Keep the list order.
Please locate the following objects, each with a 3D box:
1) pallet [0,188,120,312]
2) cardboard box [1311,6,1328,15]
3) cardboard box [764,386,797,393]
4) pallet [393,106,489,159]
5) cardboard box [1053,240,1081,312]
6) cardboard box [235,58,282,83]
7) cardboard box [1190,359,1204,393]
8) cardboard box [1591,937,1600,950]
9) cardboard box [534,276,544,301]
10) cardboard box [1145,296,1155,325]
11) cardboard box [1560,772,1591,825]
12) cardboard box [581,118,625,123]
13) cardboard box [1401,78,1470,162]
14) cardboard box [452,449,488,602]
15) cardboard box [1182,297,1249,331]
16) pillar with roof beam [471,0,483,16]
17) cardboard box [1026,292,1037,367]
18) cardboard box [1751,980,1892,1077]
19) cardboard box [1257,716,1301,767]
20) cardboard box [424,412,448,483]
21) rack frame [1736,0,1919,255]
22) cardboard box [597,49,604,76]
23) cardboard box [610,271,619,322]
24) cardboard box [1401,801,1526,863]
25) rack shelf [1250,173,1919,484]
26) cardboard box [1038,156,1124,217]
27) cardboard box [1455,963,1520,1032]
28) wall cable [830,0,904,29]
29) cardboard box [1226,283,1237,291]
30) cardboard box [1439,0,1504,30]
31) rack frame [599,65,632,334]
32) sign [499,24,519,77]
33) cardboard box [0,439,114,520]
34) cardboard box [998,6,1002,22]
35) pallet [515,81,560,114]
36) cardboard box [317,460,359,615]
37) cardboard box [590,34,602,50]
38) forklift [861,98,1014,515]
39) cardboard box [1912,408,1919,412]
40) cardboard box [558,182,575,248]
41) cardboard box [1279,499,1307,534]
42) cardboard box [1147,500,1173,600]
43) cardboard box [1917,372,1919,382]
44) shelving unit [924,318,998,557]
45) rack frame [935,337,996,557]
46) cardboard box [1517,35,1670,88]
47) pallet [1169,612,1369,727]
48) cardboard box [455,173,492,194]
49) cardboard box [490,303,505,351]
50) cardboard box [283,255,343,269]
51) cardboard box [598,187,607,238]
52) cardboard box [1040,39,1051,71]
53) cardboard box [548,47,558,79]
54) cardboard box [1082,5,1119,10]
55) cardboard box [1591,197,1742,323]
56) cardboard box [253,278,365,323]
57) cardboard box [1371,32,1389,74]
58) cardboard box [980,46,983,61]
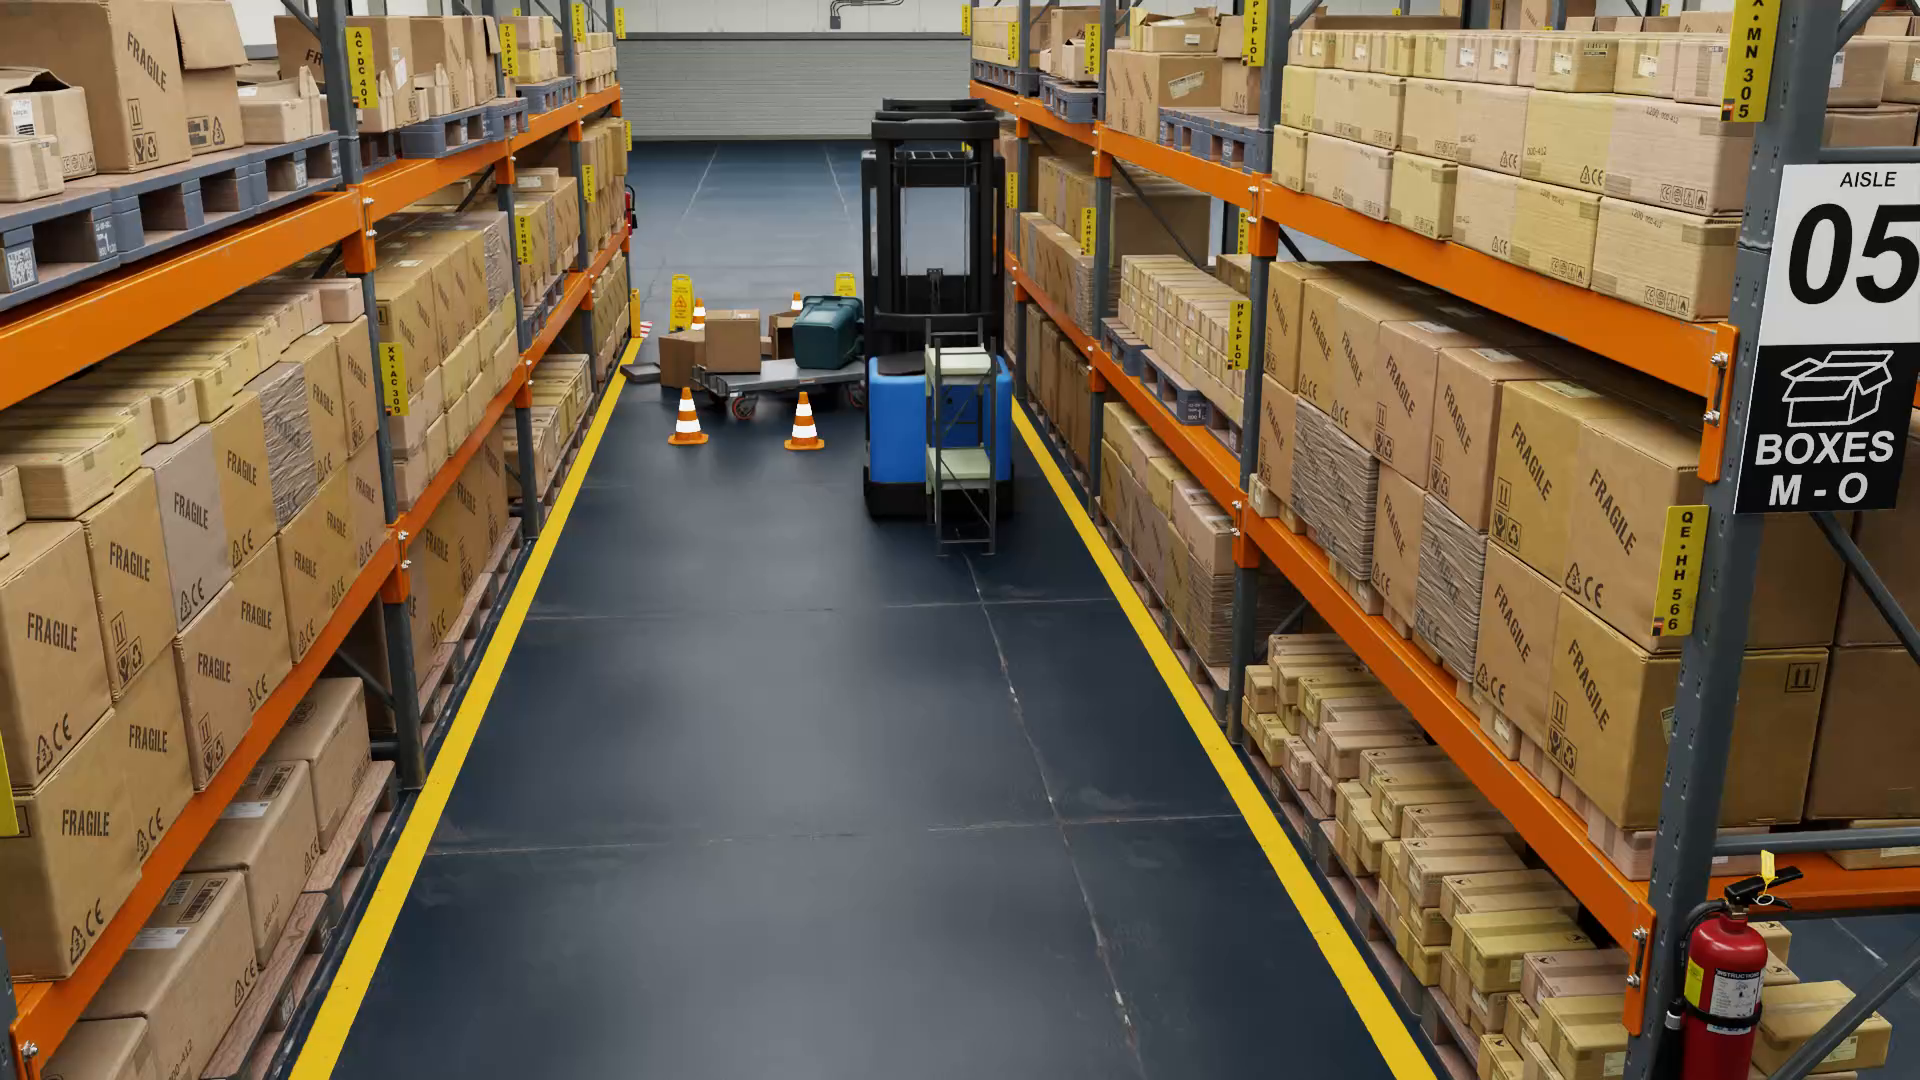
[{"bbox_3d":[-2.728,-0.659,3.909,1.003,0.211,1.213,-2,18,-6],"label":"pallet"},{"bbox_3d":[1.900,-2.965,9.661,0.396,0.266,0.258,-2,18,-6],"label":"cardboard box"},{"bbox_3d":[-1.828,-1.629,16.424,0.396,0.266,0.258,16,24,42],"label":"cardboard box"},{"bbox_3d":[-3.229,-2.251,9.146,1.003,0.211,1.213,-1,17,-3],"label":"pallet"},{"bbox_3d":[1.032,-2.087,13.151,0.500,0.500,0.500,-2,18,-7],"label":"cardboard box"},{"bbox_3d":[-3.354,-2.086,7.755,0.500,0.311,0.500,-2,18,-6],"label":"cardboard box"},{"bbox_3d":[1.510,-0.926,9.338,0.380,0.149,0.250,-3,18,-8],"label":"cardboard box"},{"bbox_3d":[2.357,1.459,6.079,0.380,0.149,0.250,-2,18,-5],"label":"cardboard box"},{"bbox_3d":[-3.301,-1.867,12.334,0.380,0.149,0.250,-2,18,-5],"label":"cardboard box"},{"bbox_3d":[1.384,-1.453,10.519,0.380,0.149,0.250,-2,18,-5],"label":"cardboard box"},{"bbox_3d":[1.969,0.724,4.784,0.380,0.149,0.250,-2,18,-6],"label":"cardboard box"},{"bbox_3d":[-4.022,-4.338,18.153,0.700,0.500,0.500,-2,18,-7],"label":"cardboard box"},{"bbox_3d":[1.827,-1.416,5.587,0.500,0.250,0.500,-3,18,-8],"label":"cardboard box"},{"bbox_3d":[-3.390,-0.146,9.979,0.875,0.875,0.875,-2,17,-5],"label":"cardboard box"},{"bbox_3d":[1.490,-1.291,9.505,0.380,0.149,0.250,-3,18,-8],"label":"cardboard box"},{"bbox_3d":[-8.865,-15.360,45.580,9.100,9.000,0.400,-2,18,-6],"label":"pillar with roof beam"},{"bbox_3d":[1.039,-2.184,16.472,0.875,0.875,0.875,-2,17,-5],"label":"cardboard box"},{"bbox_3d":[2.556,1.477,5.031,0.380,0.149,0.250,-3,18,-8],"label":"cardboard box"},{"bbox_3d":[1.605,0.933,7.756,0.380,0.149,0.250,-1,17,-4],"label":"cardboard box"},{"bbox_3d":[-2.891,-0.463,8.395,0.500,0.250,0.500,-2,18,-7],"label":"cardboard box"},{"bbox_3d":[2.272,-2.095,3.327,1.000,3.000,0.127,-2,18,-6],"label":"rack frame"},{"bbox_3d":[-3.807,-4.719,16.447,0.500,0.250,0.500,-2,18,-5],"label":"cardboard box"},{"bbox_3d":[-3.847,-2.526,17.354,0.500,0.500,0.500,-2,18,-7],"label":"cardboard box"},{"bbox_3d":[1.880,1.104,6.217,0.380,0.149,0.250,-2,18,-7],"label":"cardboard box"},{"bbox_3d":[2.066,-0.916,5.782,1.077,0.370,4.000,-2,18,-6],"label":"rack shelf"},{"bbox_3d":[1.091,-3.185,14.978,0.700,0.500,0.500,-2,18,-7],"label":"cardboard box"},{"bbox_3d":[1.878,1.482,5.510,0.380,0.149,0.250,-2,18,-8],"label":"cardboard box"},{"bbox_3d":[-2.691,-18.057,48.492,2.305,6.003,0.169,-2,18,-6],"label":"wall cable"},{"bbox_3d":[1.980,-1.626,11.070,0.380,0.149,0.250,-1,17,-4],"label":"cardboard box"},{"bbox_3d":[5.450,-5.531,17.782,0.500,0.500,0.500,-2,18,-6],"label":"cardboard box"},{"bbox_3d":[-4.291,-3.817,18.826,1.000,3.000,0.127,-2,18,-6],"label":"rack frame"},{"bbox_3d":[-2.913,-3.163,10.742,0.100,0.325,0.005,-2,18,-6],"label":"sign"},{"bbox_3d":[-2.413,-0.155,4.244,0.380,0.149,0.250,-1,17,-4],"label":"cardboard box"},{"bbox_3d":[0.574,-5.149,16.281,0.380,0.149,0.250,-2,18,-5],"label":"cardboard box"},{"bbox_3d":[-3.811,-3.470,13.029,1.213,0.211,1.003,-2,18,-6],"label":"pallet"},{"bbox_3d":[-2.693,-0.006,6.520,0.500,0.500,0.500,-2,18,-7],"label":"cardboard box"},{"bbox_3d":[-3.771,-4.961,16.551,0.380,0.149,0.250,-1,17,-4],"label":"cardboard box"},{"bbox_3d":[-0.216,-1.970,13.060,1.130,2.935,3.031,-1,17,-3],"label":"forklift"},{"bbox_3d":[2.431,-0.191,4.946,0.500,0.500,0.500,-1,17,-4],"label":"cardboard box"},{"bbox_3d":[-3.551,-2.737,14.021,0.500,0.500,0.500,-2,18,-5],"label":"cardboard box"},{"bbox_3d":[1.664,-0.135,7.520,0.380,0.149,0.250,-1,17,-4],"label":"cardboard box"},{"bbox_3d":[1.431,0.049,9.984,0.500,0.500,0.500,-2,18,-7],"label":"cardboard box"},{"bbox_3d":[6.332,-1.179,10.257,0.500,0.500,0.500,-2,18,-5],"label":"cardboard box"},{"bbox_3d":[-0.001,-0.718,11.459,0.431,1.500,0.755,-2,18,-6],"label":"shelving unit"},{"bbox_3d":[0.037,-0.609,11.111,0.400,1.500,0.023,-2,18,-6],"label":"rack frame"},{"bbox_3d":[1.889,-1.417,4.924,0.380,0.149,0.250,-2,18,-7],"label":"cardboard box"},{"bbox_3d":[1.778,0.674,9.177,1.003,0.211,1.213,-2,18,-6],"label":"pallet"},{"bbox_3d":[-3.968,-2.853,13.309,0.380,0.149,0.250,-1,17,-3],"label":"cardboard box"},{"bbox_3d":[-3.107,-1.311,10.261,0.500,0.250,0.500,-2,18,-7],"label":"cardboard box"},{"bbox_3d":[-3.443,-1.197,8.646,0.500,0.500,0.500,-1,17,-4],"label":"cardboard box"},{"bbox_3d":[-3.761,-3.253,16.367,0.500,0.500,0.500,-2,18,-6],"label":"cardboard box"},{"bbox_3d":[0.848,-4.235,14.509,0.258,0.266,0.396,-2,18,-7],"label":"cardboard box"},{"bbox_3d":[-3.675,-4.015,14.000,0.500,0.250,0.500,-2,18,-7],"label":"cardboard box"},{"bbox_3d":[1.335,-4.867,15.383,0.380,0.149,0.250,-2,18,-5],"label":"cardboard box"},{"bbox_3d":[1.962,-0.720,4.204,0.500,0.250,0.500,-2,18,-7],"label":"cardboard box"},{"bbox_3d":[-2.705,-0.994,6.915,0.380,0.149,0.250,-2,18,-7],"label":"cardboard box"},{"bbox_3d":[1.754,-1.808,6.171,0.380,0.149,0.250,-2,18,-7],"label":"cardboard box"},{"bbox_3d":[0.417,-5.221,17.843,0.380,0.149,0.250,-2,18,-5],"label":"cardboard box"}]
